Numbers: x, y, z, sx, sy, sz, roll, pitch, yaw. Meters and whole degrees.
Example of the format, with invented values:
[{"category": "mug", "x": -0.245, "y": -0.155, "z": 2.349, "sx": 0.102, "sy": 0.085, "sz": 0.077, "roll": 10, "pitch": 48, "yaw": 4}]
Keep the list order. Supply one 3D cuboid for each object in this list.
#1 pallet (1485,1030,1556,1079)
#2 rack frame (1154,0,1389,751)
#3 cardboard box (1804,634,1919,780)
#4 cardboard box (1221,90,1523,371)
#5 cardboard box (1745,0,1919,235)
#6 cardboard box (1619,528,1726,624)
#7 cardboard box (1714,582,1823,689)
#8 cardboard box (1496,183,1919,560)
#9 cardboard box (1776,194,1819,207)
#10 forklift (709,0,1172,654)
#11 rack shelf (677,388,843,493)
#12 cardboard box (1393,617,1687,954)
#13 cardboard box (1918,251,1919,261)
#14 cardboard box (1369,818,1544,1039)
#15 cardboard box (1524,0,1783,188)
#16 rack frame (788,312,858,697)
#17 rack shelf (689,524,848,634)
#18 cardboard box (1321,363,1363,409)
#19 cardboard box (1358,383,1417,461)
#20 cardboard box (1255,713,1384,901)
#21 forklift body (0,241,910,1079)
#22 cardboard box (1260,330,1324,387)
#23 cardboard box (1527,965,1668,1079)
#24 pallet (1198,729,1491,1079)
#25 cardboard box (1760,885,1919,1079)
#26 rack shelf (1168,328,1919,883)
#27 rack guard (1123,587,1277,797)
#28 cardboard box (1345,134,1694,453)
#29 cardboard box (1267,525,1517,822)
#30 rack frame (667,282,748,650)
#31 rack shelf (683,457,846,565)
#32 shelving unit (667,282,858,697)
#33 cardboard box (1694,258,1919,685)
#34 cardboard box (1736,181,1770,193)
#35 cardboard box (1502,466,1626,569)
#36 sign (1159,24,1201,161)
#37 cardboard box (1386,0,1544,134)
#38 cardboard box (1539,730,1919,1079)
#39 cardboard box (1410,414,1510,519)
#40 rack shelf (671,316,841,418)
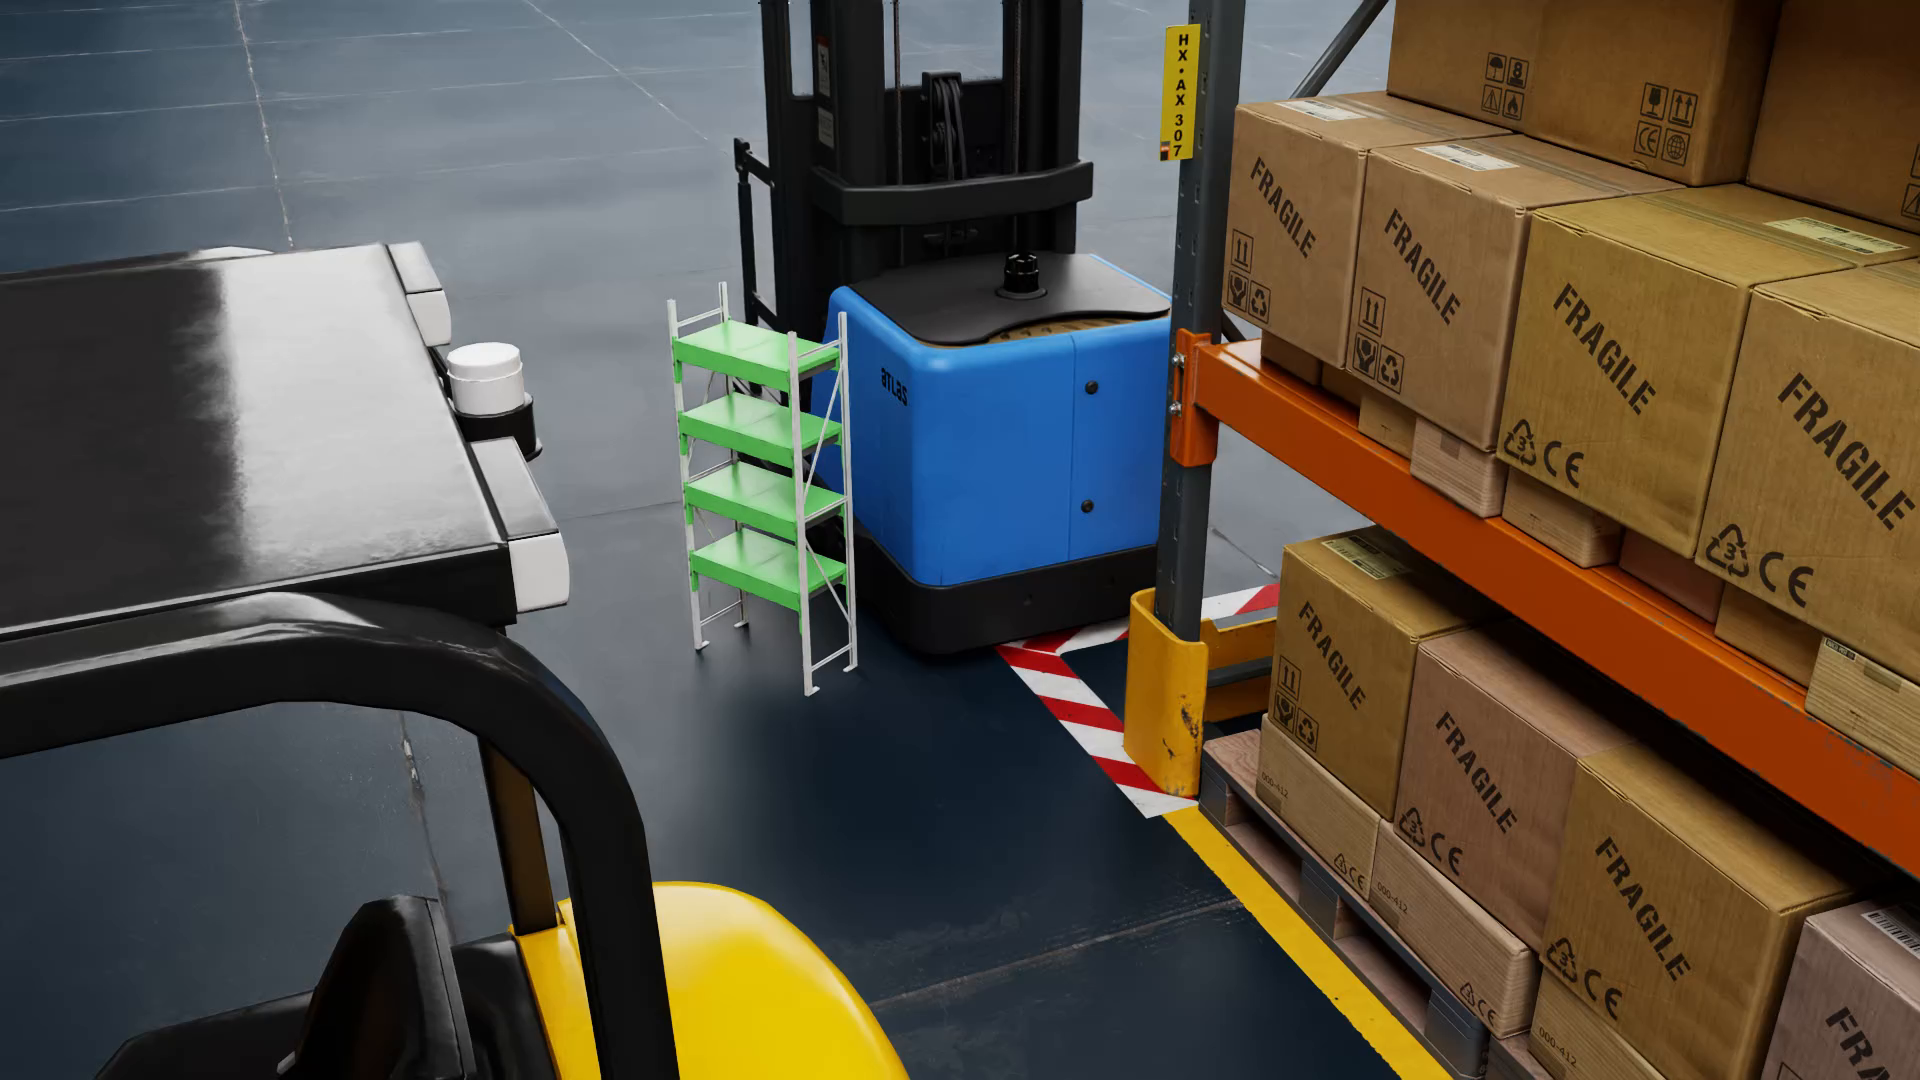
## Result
[{"category": "pallet", "x": 1.833, "y": 1.305, "z": 3.337, "sx": 1.003, "sy": 0.211, "sz": 1.213, "roll": -11, "pitch": 28, "yaw": -21}, {"category": "rack frame", "x": 1.044, "y": -0.805, "z": 4.479, "sx": 1.000, "sy": 3.000, "sz": 0.127, "roll": -11, "pitch": 28, "yaw": -21}, {"category": "cardboard box", "x": 1.596, "y": 0.230, "z": 2.646, "sx": 0.380, "sy": 0.149, "sz": 0.250, "roll": -10, "pitch": 28, "yaw": -20}, {"category": "cardboard box", "x": 0.974, "y": -0.744, "z": 3.902, "sx": 0.500, "sy": 0.500, "sz": 0.500, "roll": -11, "pitch": 28, "yaw": -21}, {"category": "cardboard box", "x": 1.930, "y": -0.870, "z": 3.020, "sx": 0.700, "sy": 0.500, "sz": 0.500, "roll": -11, "pitch": 28, "yaw": -21}, {"category": "cardboard box", "x": 1.475, "y": 0.007, "z": 3.103, "sx": 0.380, "sy": 0.149, "sz": 0.250, "roll": -10, "pitch": 28, "yaw": -19}, {"category": "cardboard box", "x": 1.551, "y": 0.119, "z": 2.875, "sx": 0.380, "sy": 0.149, "sz": 0.250, "roll": -11, "pitch": 28, "yaw": -22}, {"category": "cardboard box", "x": 1.380, "y": -0.330, "z": 3.054, "sx": 0.500, "sy": 0.500, "sz": 0.500, "roll": -11, "pitch": 28, "yaw": -22}, {"category": "cardboard box", "x": 1.894, "y": -0.406, "z": 3.209, "sx": 0.500, "sy": 0.500, "sz": 0.500, "roll": -11, "pitch": 28, "yaw": -21}, {"category": "forklift", "x": -0.256, "y": -1.570, "z": 6.125, "sx": 1.130, "sy": 2.935, "sz": 3.031, "roll": -11, "pitch": 28, "yaw": -21}, {"category": "rack shelf", "x": -0.606, "y": -0.312, "z": 5.121, "sx": 0.480, "sy": 0.148, "sz": 0.258, "roll": 18, "pitch": 31, "yaw": 33}, {"category": "cardboard box", "x": 1.324, "y": 0.498, "z": 3.611, "sx": 0.500, "sy": 0.500, "sz": 0.500, "roll": -12, "pitch": 28, "yaw": -23}, {"category": "cardboard box", "x": 1.998, "y": -0.645, "z": 2.559, "sx": 0.700, "sy": 0.500, "sz": 0.500, "roll": -11, "pitch": 28, "yaw": -21}, {"category": "cardboard box", "x": 1.298, "y": 0.823, "z": 3.801, "sx": 0.500, "sy": 0.250, "sz": 0.500, "roll": -10, "pitch": 28, "yaw": -19}, {"category": "cardboard box", "x": 1.636, "y": -1.058, "z": 3.406, "sx": 0.700, "sy": 0.500, "sz": 0.500, "roll": -10, "pitch": 28, "yaw": -20}, {"category": "rack frame", "x": -0.412, "y": -0.089, "z": 5.066, "sx": 0.015, "sy": 1.200, "sz": 0.240, "roll": 18, "pitch": 31, "yaw": 33}, {"category": "rack shelf", "x": -0.606, "y": 0.119, "z": 5.331, "sx": 0.480, "sy": 0.148, "sz": 0.258, "roll": 18, "pitch": 31, "yaw": 33}, {"category": "cardboard box", "x": 1.098, "y": -0.419, "z": 3.977, "sx": 0.380, "sy": 0.149, "sz": 0.250, "roll": -10, "pitch": 28, "yaw": -20}, {"category": "cardboard box", "x": 1.127, "y": -0.298, "z": 3.729, "sx": 0.380, "sy": 0.149, "sz": 0.250, "roll": -12, "pitch": 28, "yaw": -22}, {"category": "cardboard box", "x": 1.105, "y": 0.616, "z": 4.226, "sx": 0.500, "sy": 0.250, "sz": 0.500, "roll": -11, "pitch": 28, "yaw": -21}, {"category": "forklift body", "x": -1.101, "y": 0.883, "z": 1.989, "sx": 2.313, "sy": 2.155, "sz": 1.214, "roll": -11, "pitch": 28, "yaw": -21}, {"category": "cardboard box", "x": 0.986, "y": -0.519, "z": 4.180, "sx": 0.380, "sy": 0.149, "sz": 0.250, "roll": -10, "pitch": 28, "yaw": -20}, {"category": "cardboard box", "x": 1.523, "y": 1.041, "z": 3.354, "sx": 0.500, "sy": 0.250, "sz": 0.500, "roll": -9, "pitch": 27, "yaw": -17}, {"category": "pallet", "x": 1.359, "y": 0.813, "z": 4.344, "sx": 1.003, "sy": 0.211, "sz": 1.213, "roll": -11, "pitch": 28, "yaw": -21}, {"category": "cardboard box", "x": 1.730, "y": 0.917, "z": 2.754, "sx": 0.500, "sy": 0.500, "sz": 0.500, "roll": -9, "pitch": 27, "yaw": -18}, {"category": "rack shelf", "x": 1.827, "y": 0.326, "z": 2.983, "sx": 1.077, "sy": 0.370, "sz": 4.000, "roll": -11, "pitch": 28, "yaw": -21}, {"category": "rack guard", "x": 1.073, "y": 0.349, "z": 4.965, "sx": 1.175, "sy": 0.500, "sz": 0.348, "roll": -11, "pitch": 28, "yaw": -21}, {"category": "cardboard box", "x": 1.180, "y": -0.536, "z": 3.475, "sx": 0.500, "sy": 0.500, "sz": 0.500, "roll": -10, "pitch": 28, "yaw": -19}, {"category": "cardboard box", "x": 1.115, "y": 0.288, "z": 4.042, "sx": 0.500, "sy": 0.500, "sz": 0.500, "roll": -12, "pitch": 28, "yaw": -22}, {"category": "rack frame", "x": -0.801, "y": -0.219, "z": 5.330, "sx": 0.015, "sy": 1.200, "sz": 0.240, "roll": 18, "pitch": 31, "yaw": 33}, {"category": "rack shelf", "x": -0.606, "y": -0.097, "z": 5.226, "sx": 0.480, "sy": 0.148, "sz": 0.258, "roll": 18, "pitch": 31, "yaw": 33}, {"category": "shelving unit", "x": -0.606, "y": -0.154, "z": 5.198, "sx": 0.503, "sy": 1.200, "sz": 0.258, "roll": 18, "pitch": 31, "yaw": 33}, {"category": "cardboard box", "x": 1.587, "y": -0.126, "z": 2.637, "sx": 0.500, "sy": 0.500, "sz": 0.500, "roll": -11, "pitch": 28, "yaw": -22}, {"category": "cardboard box", "x": 1.701, "y": -0.608, "z": 3.624, "sx": 0.500, "sy": 0.500, "sz": 0.500, "roll": -11, "pitch": 28, "yaw": -20}, {"category": "cardboard box", "x": 1.317, "y": -0.089, "z": 3.301, "sx": 0.380, "sy": 0.149, "sz": 0.250, "roll": -10, "pitch": 28, "yaw": -19}, {"category": "sign", "x": 0.544, "y": -1.100, "z": 4.098, "sx": 0.100, "sy": 0.325, "sz": 0.005, "roll": -11, "pitch": 28, "yaw": -21}, {"category": "cardboard box", "x": 1.444, "y": -1.264, "z": 3.827, "sx": 0.700, "sy": 0.500, "sz": 0.500, "roll": -11, "pitch": 28, "yaw": -22}, {"category": "cardboard box", "x": 1.513, "y": 0.702, "z": 3.193, "sx": 0.500, "sy": 0.500, "sz": 0.500, "roll": -10, "pitch": 28, "yaw": -20}, {"category": "cardboard box", "x": 1.184, "y": -0.188, "z": 3.503, "sx": 0.380, "sy": 0.149, "sz": 0.250, "roll": -10, "pitch": 28, "yaw": -20}, {"category": "rack shelf", "x": -0.606, "y": -0.528, "z": 5.015, "sx": 0.480, "sy": 0.148, "sz": 0.258, "roll": 18, "pitch": 31, "yaw": 33}]
